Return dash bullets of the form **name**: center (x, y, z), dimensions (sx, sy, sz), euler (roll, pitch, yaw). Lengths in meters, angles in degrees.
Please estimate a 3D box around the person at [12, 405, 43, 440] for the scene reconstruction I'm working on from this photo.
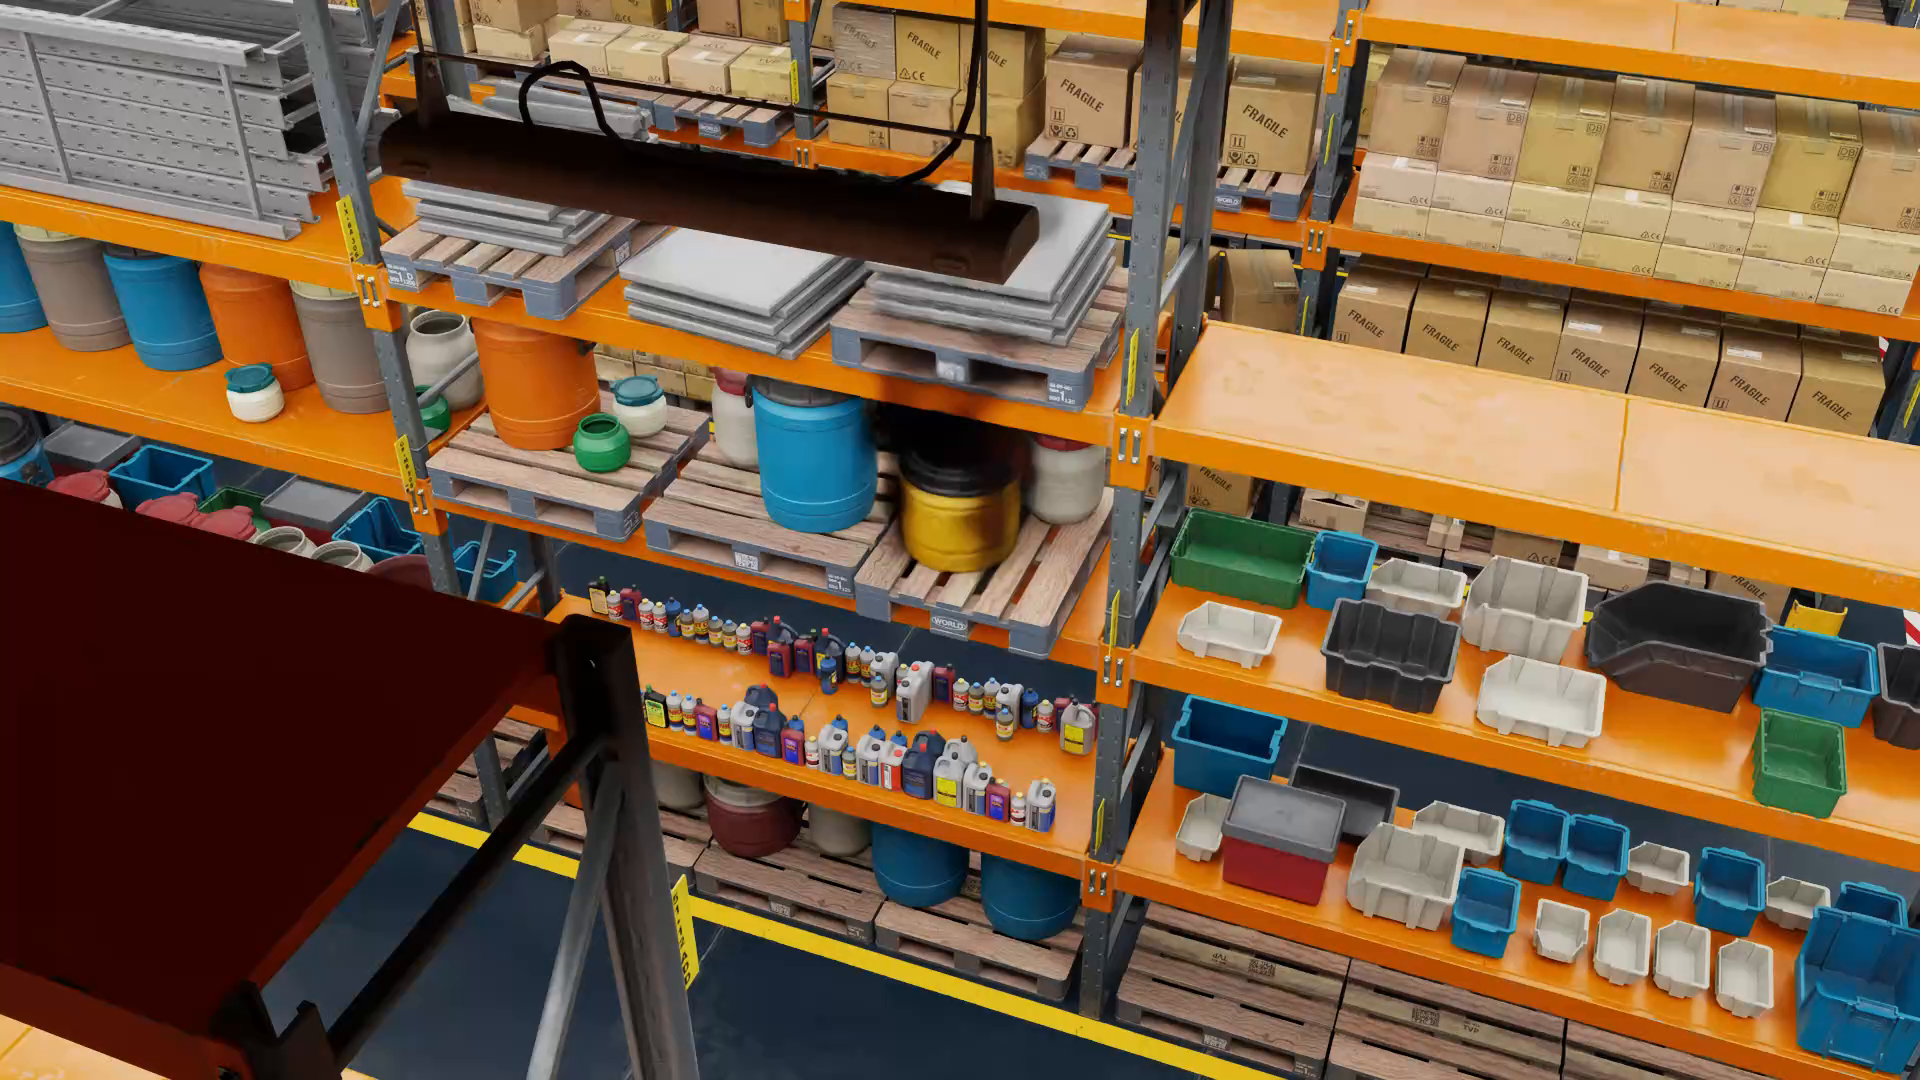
- **person**: center (-7.496, -1.154, 13.481), dimensions (0.757, 1.825, 0.671), euler (11, 38, 14)
